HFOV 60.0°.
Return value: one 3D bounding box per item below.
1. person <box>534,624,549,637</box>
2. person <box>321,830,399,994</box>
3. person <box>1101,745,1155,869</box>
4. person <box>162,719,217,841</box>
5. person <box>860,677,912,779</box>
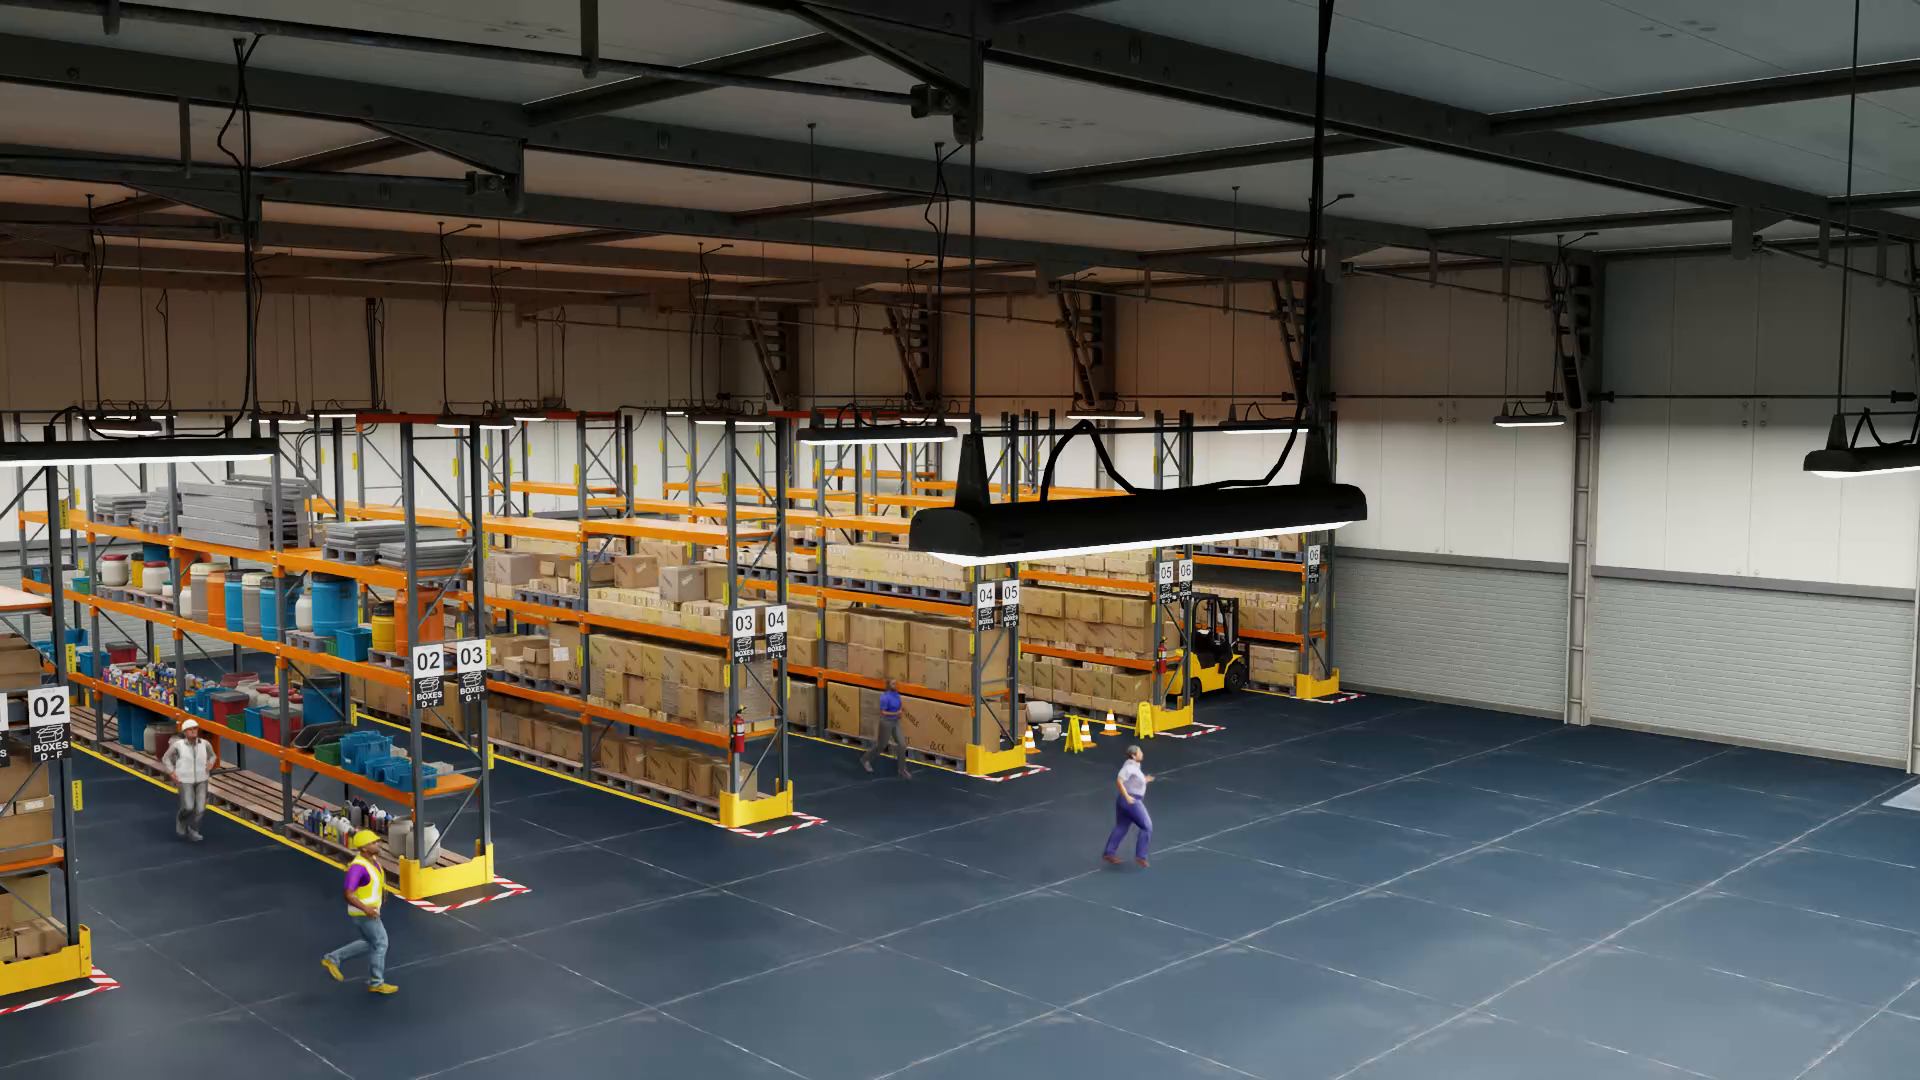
[{"bbox_3d":[-10.582,1.852,41.804,0.582,1.699,0.920,2,6,27],"label":"person"},{"bbox_3d":[-6.370,3.932,17.594,0.783,1.763,0.692,-1,5,-11],"label":"person"},{"bbox_3d":[2.268,3.594,22.338,0.749,1.719,0.573,-1,5,-11],"label":"person"},{"bbox_3d":[-10.871,3.414,23.575,0.703,1.743,0.542,-4,6,-40],"label":"person"},{"bbox_3d":[-1.202,3.107,27.678,0.926,1.686,0.587,4,6,37],"label":"person"}]
